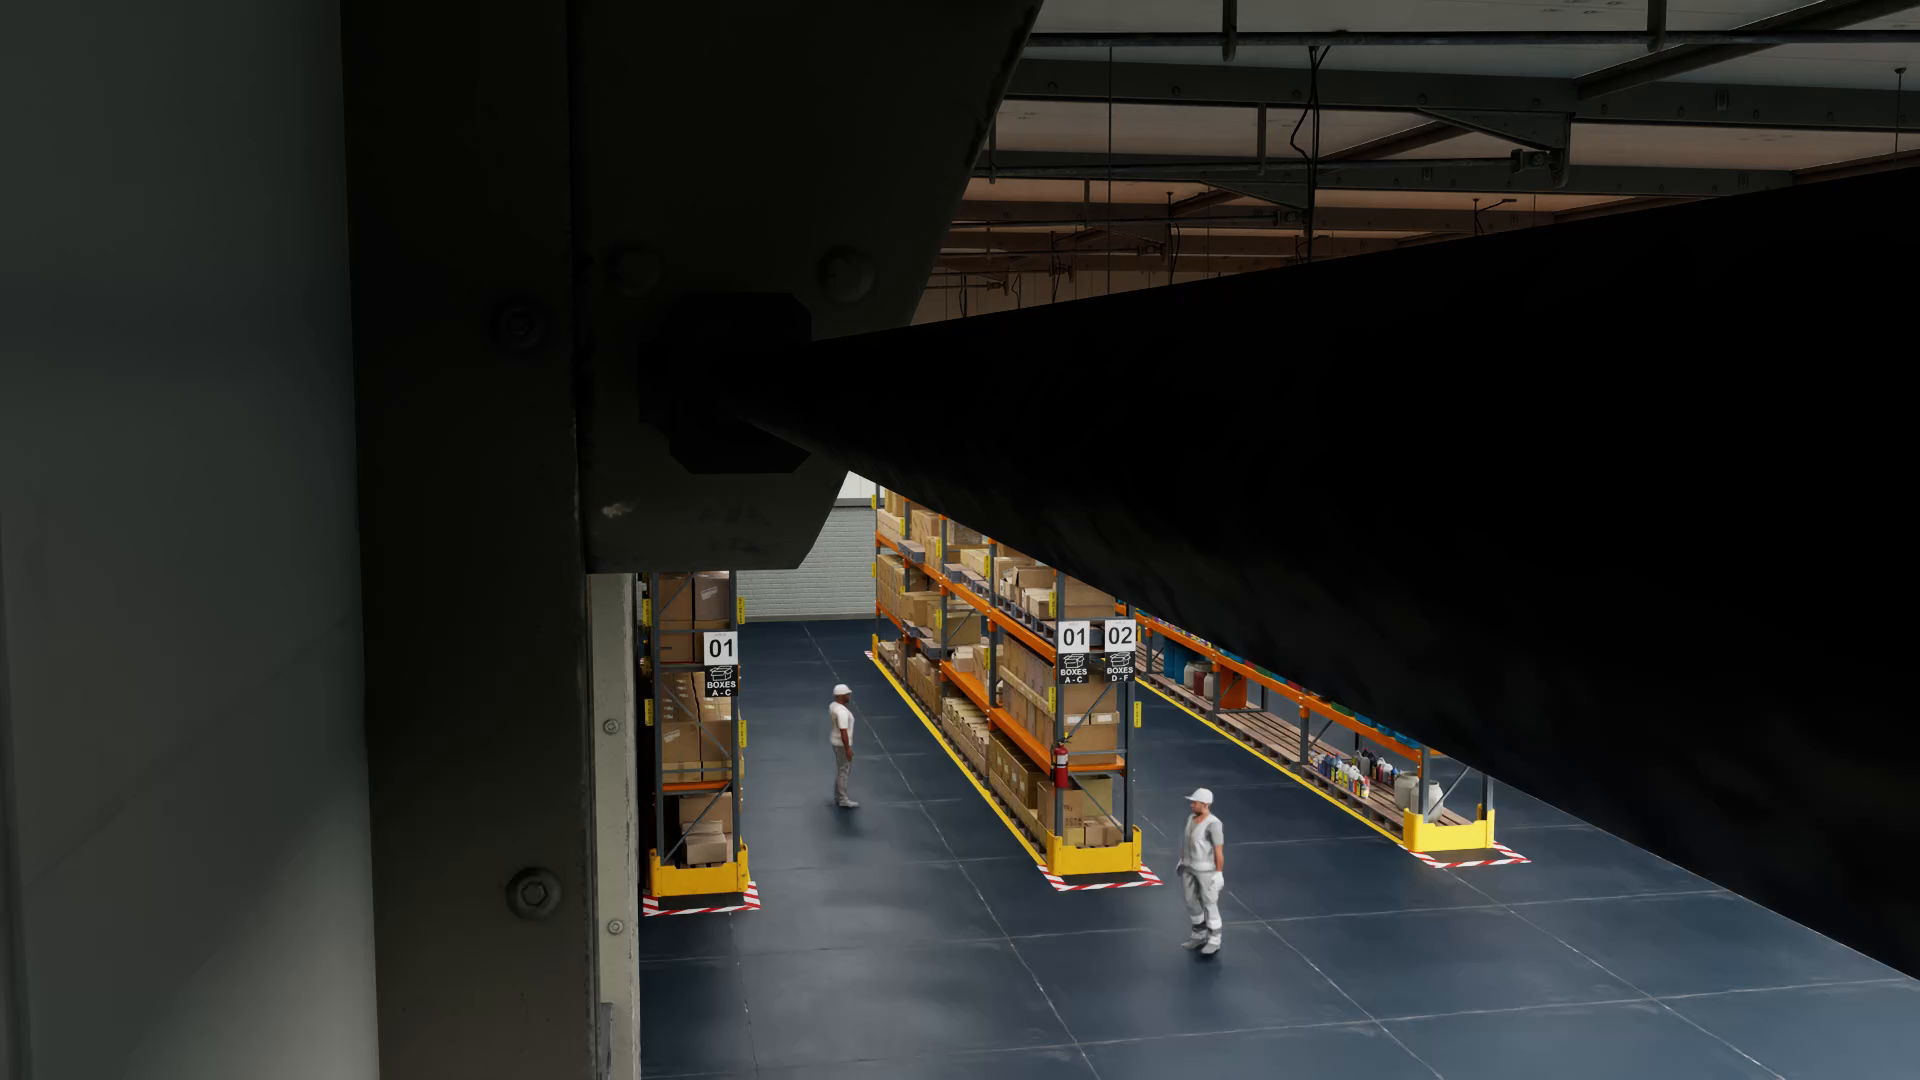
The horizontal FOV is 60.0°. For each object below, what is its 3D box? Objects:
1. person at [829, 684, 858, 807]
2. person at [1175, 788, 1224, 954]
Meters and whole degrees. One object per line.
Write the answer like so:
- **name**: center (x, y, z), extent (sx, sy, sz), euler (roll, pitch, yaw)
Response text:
- **person**: center (-1.696, 3.014, 24.170), extent (0.395, 1.848, 0.636), euler (-1, 6, -10)
- **person**: center (2.618, 3.591, 18.068), extent (0.351, 1.822, 0.679), euler (-4, 7, -36)
